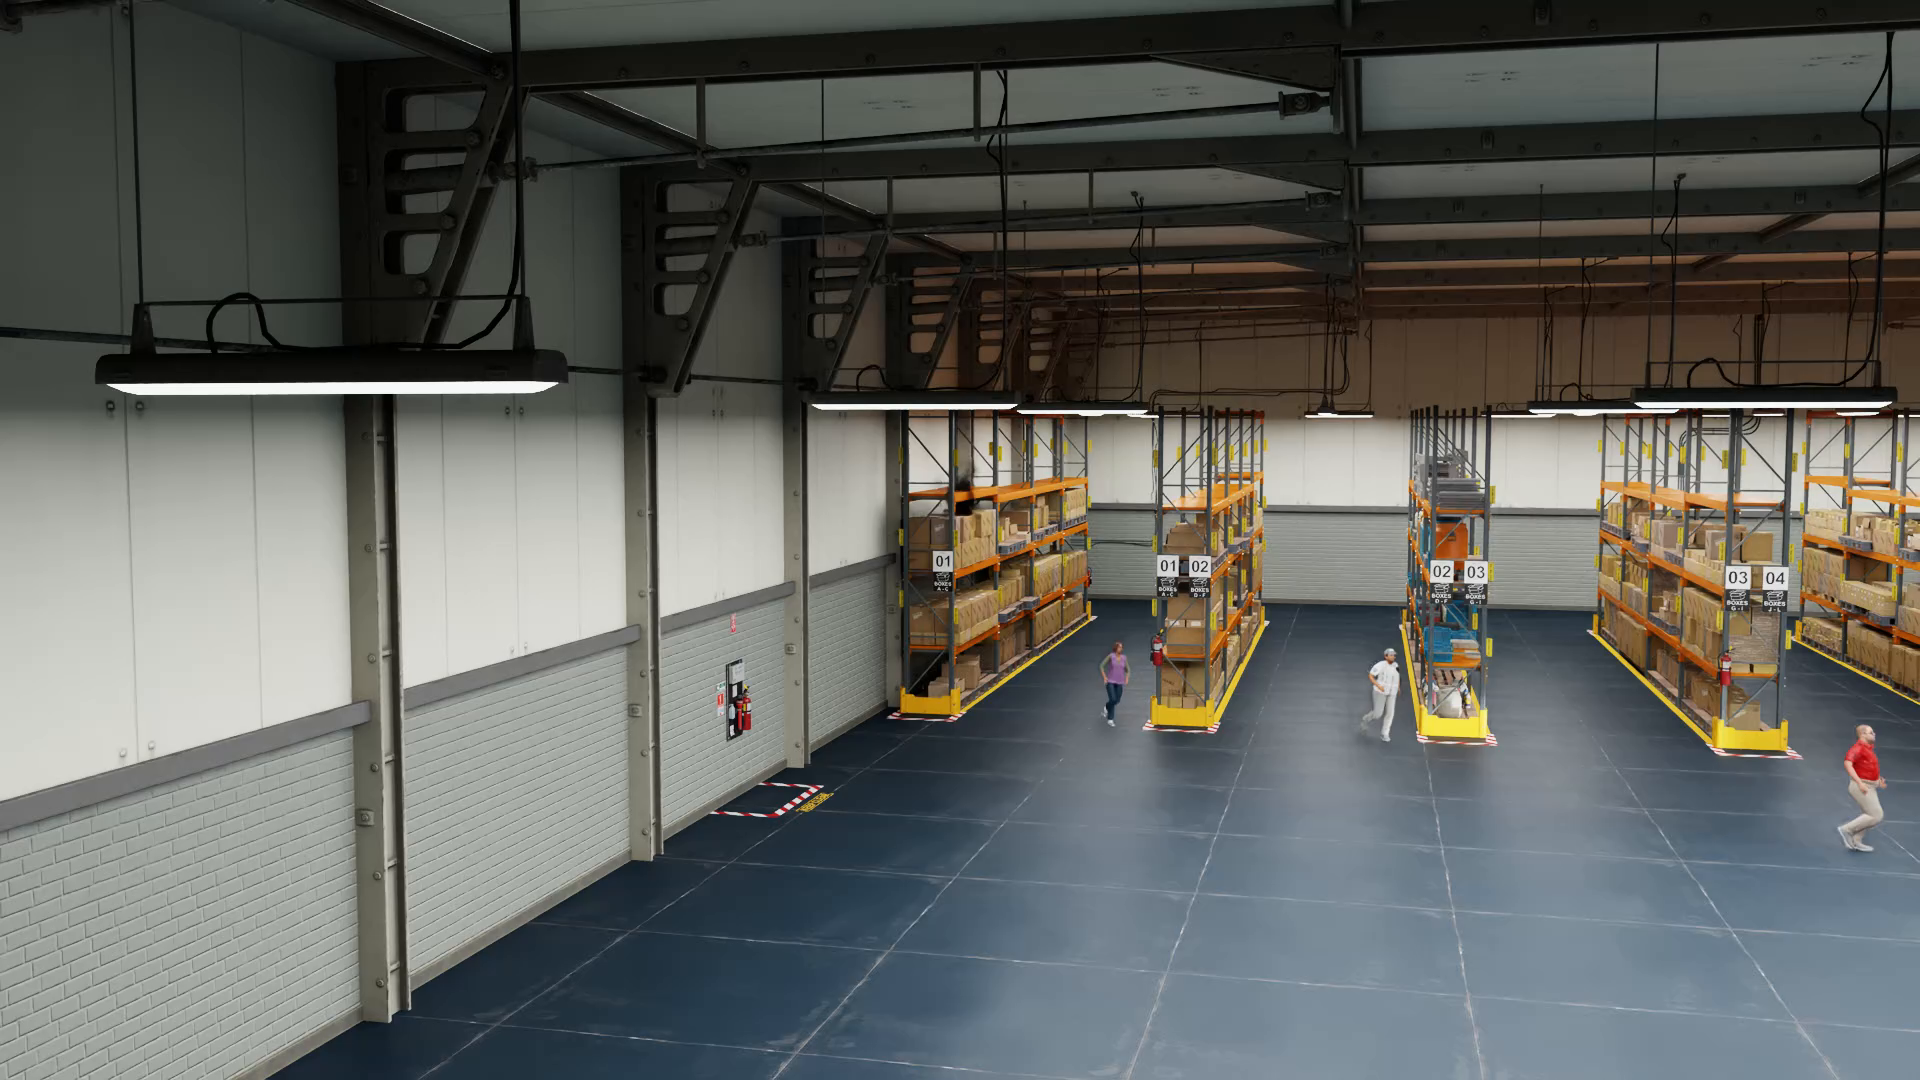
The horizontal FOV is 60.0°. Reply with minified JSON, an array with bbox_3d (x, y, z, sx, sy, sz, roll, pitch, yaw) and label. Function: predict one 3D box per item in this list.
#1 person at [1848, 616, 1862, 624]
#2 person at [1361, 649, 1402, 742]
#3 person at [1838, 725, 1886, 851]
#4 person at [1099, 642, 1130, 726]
[{"bbox_3d":[23.580,1.734,43.856,0.741,1.687,0.593,-2,4,-23],"label":"person"},{"bbox_3d":[7.692,2.766,29.985,0.671,1.619,0.817,-1,4,-16],"label":"person"},{"bbox_3d":[11.993,3.295,22.083,0.526,1.690,0.668,3,5,36],"label":"person"},{"bbox_3d":[2.922,2.704,31.443,0.590,1.566,0.582,-1,4,-13],"label":"person"}]
